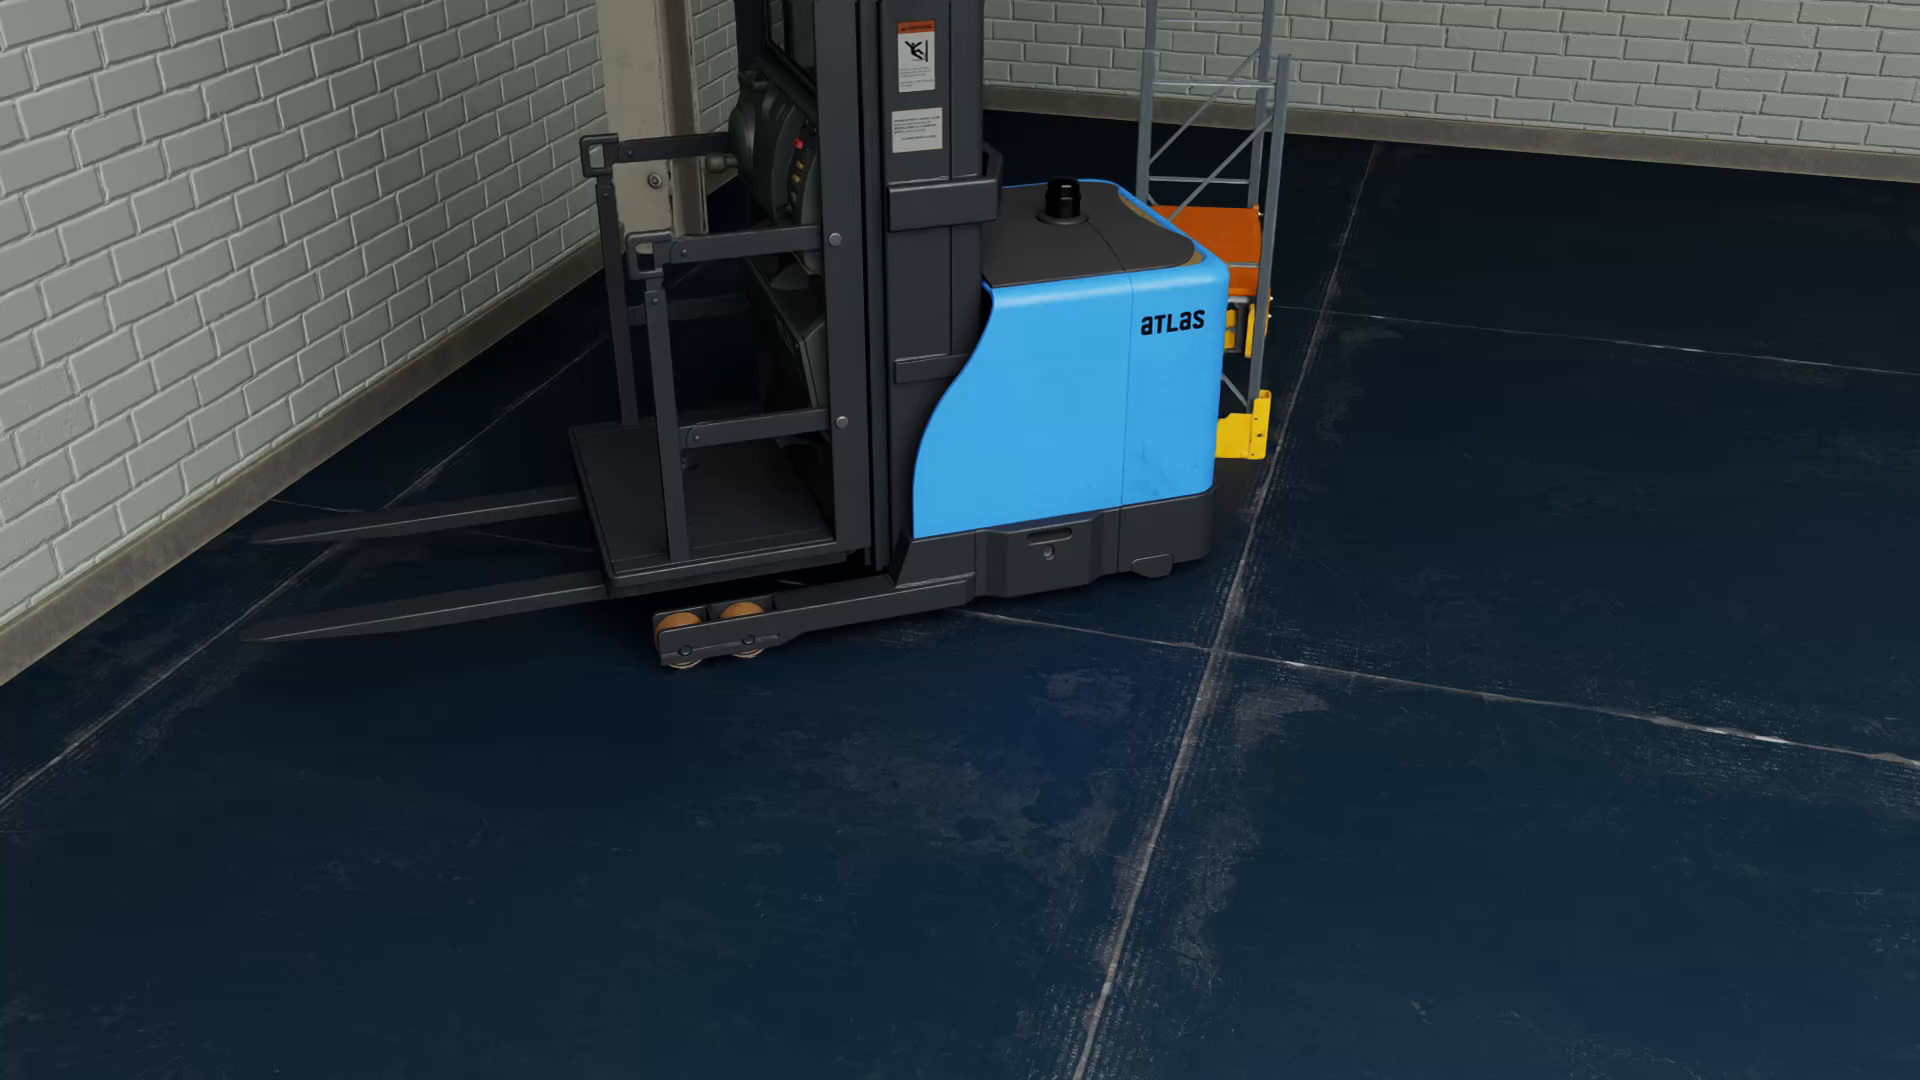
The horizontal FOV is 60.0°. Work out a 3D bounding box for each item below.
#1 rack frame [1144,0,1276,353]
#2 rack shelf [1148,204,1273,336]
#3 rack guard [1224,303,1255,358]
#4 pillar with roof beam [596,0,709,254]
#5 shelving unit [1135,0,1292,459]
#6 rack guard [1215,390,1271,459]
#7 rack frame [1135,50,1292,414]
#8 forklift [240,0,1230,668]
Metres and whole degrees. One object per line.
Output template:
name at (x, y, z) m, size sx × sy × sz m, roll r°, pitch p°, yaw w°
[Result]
rack frame at (0.985, -1.486, 6.879) m, size 0.500 × 1.500 × 0.032 m, roll 3°, pitch 29°, yaw 6°
rack shelf at (0.927, -1.084, 6.525) m, size 0.538 × 0.185 × 1.000 m, roll 3°, pitch 29°, yaw 6°
rack guard at (0.983, -0.931, 7.166) m, size 0.587 × 0.250 × 0.087 m, roll 3°, pitch 29°, yaw 6°
pillar with roof beam at (2.611, -4.843, 5.199) m, size 9.100 × 9.000 × 0.400 m, roll 8°, pitch 30°, yaw 15°
shelving unit at (0.926, -1.236, 6.430) m, size 0.587 × 1.500 × 1.083 m, roll 3°, pitch 29°, yaw 6°
rack guard at (0.870, -0.450, 6.301) m, size 0.587 × 0.250 × 0.087 m, roll 3°, pitch 29°, yaw 6°
rack frame at (0.870, -0.995, 5.996) m, size 0.500 × 1.500 × 0.032 m, roll 3°, pitch 29°, yaw 6°
forklift at (-0.732, -1.180, 4.856) m, size 3.031 × 2.935 × 1.130 m, roll -9°, pitch 30°, yaw -16°
